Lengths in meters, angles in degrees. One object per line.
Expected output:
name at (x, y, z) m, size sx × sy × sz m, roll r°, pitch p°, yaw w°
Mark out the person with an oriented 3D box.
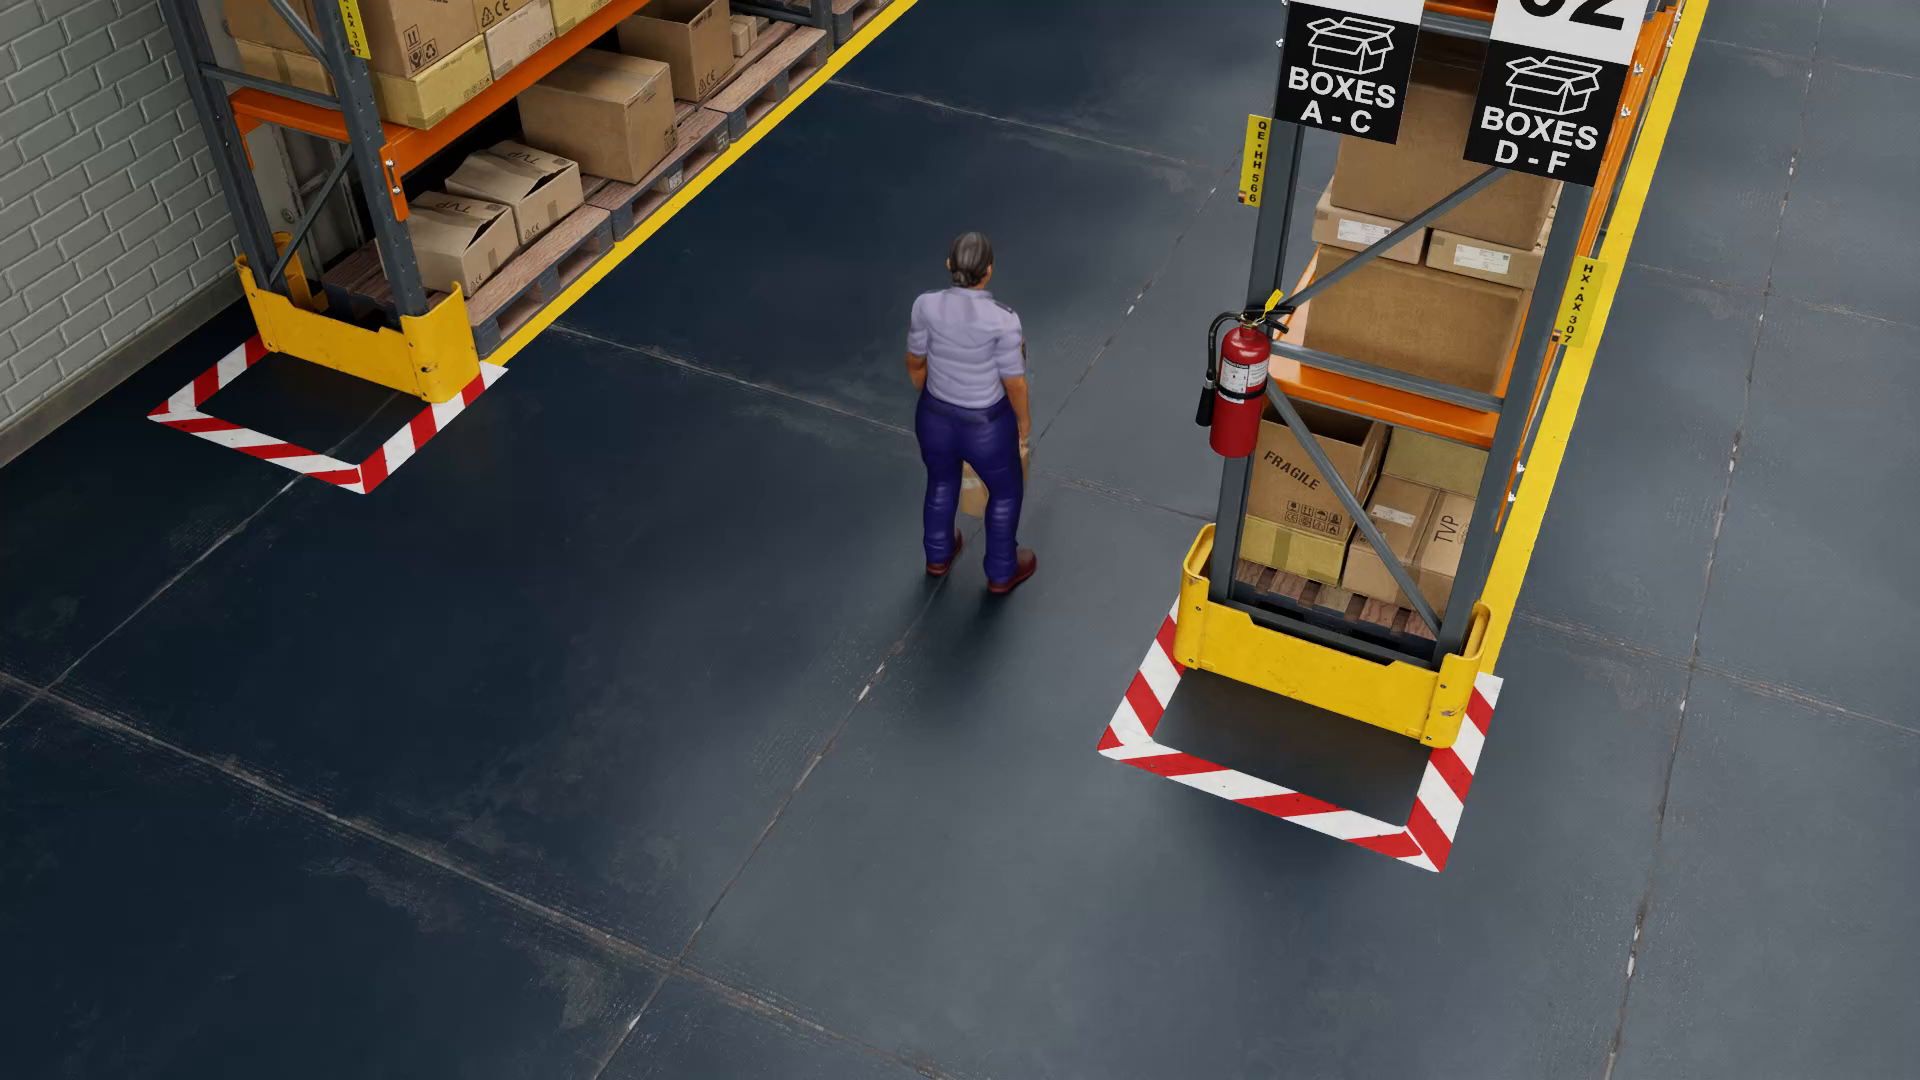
person at (0.045, -0.487, 6.701) m, size 0.532 × 1.654 × 0.372 m, roll 16°, pitch 45°, yaw 17°
